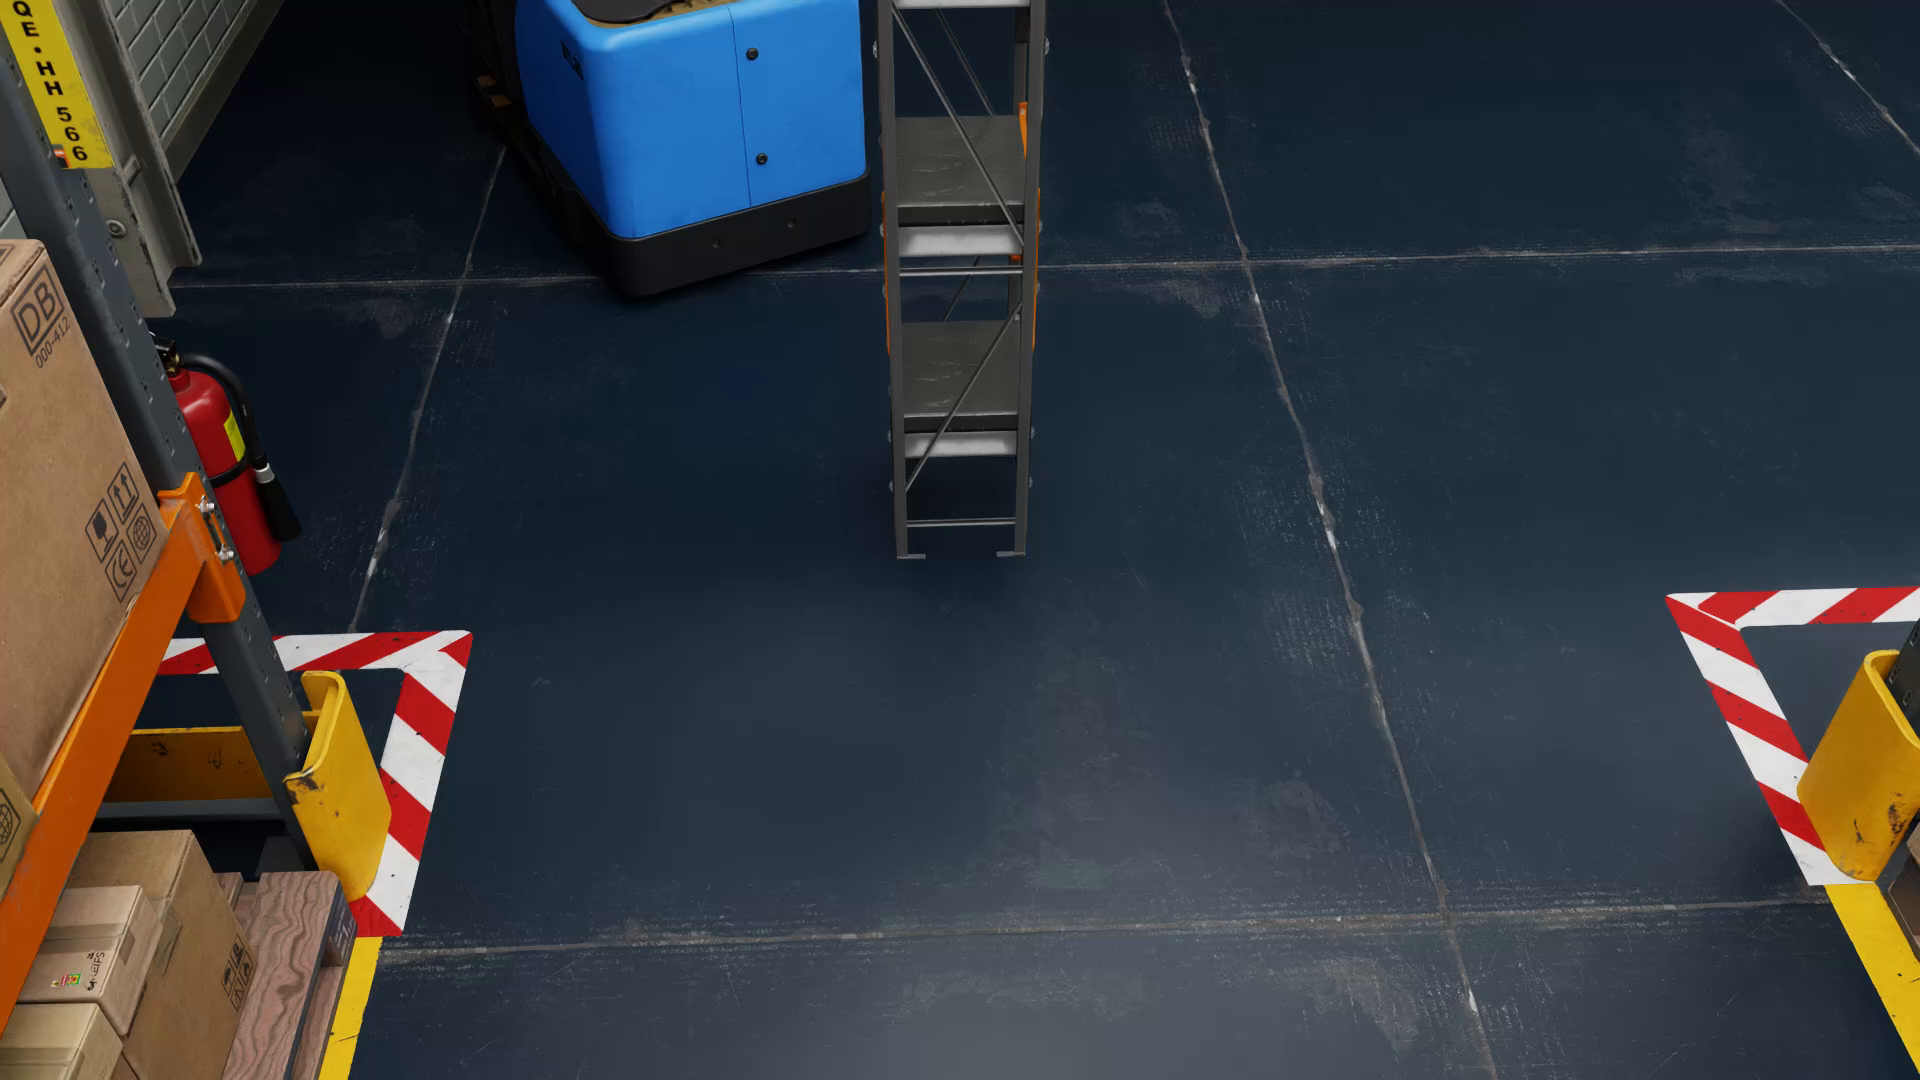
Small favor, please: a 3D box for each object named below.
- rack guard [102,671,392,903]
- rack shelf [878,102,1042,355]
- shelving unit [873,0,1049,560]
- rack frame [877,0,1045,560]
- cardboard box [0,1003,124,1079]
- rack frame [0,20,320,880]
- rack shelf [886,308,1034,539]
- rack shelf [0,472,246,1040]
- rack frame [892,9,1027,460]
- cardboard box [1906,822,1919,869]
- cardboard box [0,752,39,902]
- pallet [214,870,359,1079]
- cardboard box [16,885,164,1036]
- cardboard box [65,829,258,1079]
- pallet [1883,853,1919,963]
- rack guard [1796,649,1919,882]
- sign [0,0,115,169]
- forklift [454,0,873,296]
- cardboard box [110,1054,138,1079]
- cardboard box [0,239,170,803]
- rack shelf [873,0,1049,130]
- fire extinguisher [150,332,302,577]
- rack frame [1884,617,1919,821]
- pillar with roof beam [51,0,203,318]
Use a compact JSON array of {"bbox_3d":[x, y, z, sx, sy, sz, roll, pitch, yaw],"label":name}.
[{"bbox_3d":[-2.100,0.642,4.179,1.175,0.500,0.348,-2,43,-2],"label":"rack guard"},{"bbox_3d":[-0.007,-0.876,4.672,0.431,0.518,0.480,-2,43,-2],"label":"rack shelf"},{"bbox_3d":[-0.007,-0.886,4.662,0.431,2.100,0.503,-2,43,-2],"label":"shelving unit"},{"bbox_3d":[0.003,-0.721,4.483,0.400,2.100,0.015,-2,43,-2],"label":"rack frame"},{"bbox_3d":[-1.770,0.988,3.011,0.380,0.149,0.250,-1,43,-1],"label":"cardboard box"},{"bbox_3d":[-2.099,-0.263,3.317,1.000,3.000,0.127,-2,43,-2],"label":"rack frame"},{"bbox_3d":[-0.007,-0.360,5.145,0.431,0.518,0.480,-2,43,-2],"label":"rack shelf"},{"bbox_3d":[-2.014,1.352,2.087,1.077,0.370,4.000,-2,43,-2],"label":"rack shelf"},{"bbox_3d":[-0.017,-1.051,4.842,0.400,2.100,0.015,-2,43,-2],"label":"rack frame"},{"bbox_3d":[2.524,0.774,3.970,0.380,0.149,0.250,-2,43,-2],"label":"cardboard box"},{"bbox_3d":[-2.025,0.461,2.305,0.980,0.700,0.700,-2,43,-2],"label":"cardboard box"},{"bbox_3d":[-1.987,1.303,3.673,1.003,0.211,1.213,-2,43,-2],"label":"pallet"},{"bbox_3d":[-1.782,0.816,3.199,0.380,0.149,0.250,-2,43,-2],"label":"cardboard box"},{"bbox_3d":[-1.969,0.973,3.507,0.700,0.500,0.500,-2,43,-2],"label":"cardboard box"},{"bbox_3d":[2.888,1.210,3.774,1.003,0.211,1.213,-2,43,-2],"label":"pallet"},{"bbox_3d":[2.853,0.565,4.263,1.175,0.500,0.348,-2,43,-2],"label":"rack guard"},{"bbox_3d":[-1.556,-0.783,2.852,0.100,0.325,0.005,-2,43,-2],"label":"sign"},{"bbox_3d":[-1.488,-2.966,6.317,1.130,2.935,3.031,-20,46,-21],"label":"forklift"},{"bbox_3d":[-1.948,1.311,3.139,0.700,0.500,0.500,-2,43,-2],"label":"cardboard box"},{"bbox_3d":[-2.067,-0.029,2.840,0.980,0.700,0.700,0,43,0],"label":"cardboard box"},{"bbox_3d":[-0.007,-1.392,4.199,0.431,0.518,0.480,-2,43,-2],"label":"rack shelf"},{"bbox_3d":[-1.644,-0.212,3.595,0.296,0.674,0.183,-2,43,-2],"label":"fire extinguisher"},{"bbox_3d":[2.850,-0.408,3.475,1.000,3.000,0.127,-2,43,-2],"label":"rack frame"},{"bbox_3d":[1.223,-4.396,3.386,9.100,9.000,0.400,-2,43,-2],"label":"pillar with roof beam"}]
